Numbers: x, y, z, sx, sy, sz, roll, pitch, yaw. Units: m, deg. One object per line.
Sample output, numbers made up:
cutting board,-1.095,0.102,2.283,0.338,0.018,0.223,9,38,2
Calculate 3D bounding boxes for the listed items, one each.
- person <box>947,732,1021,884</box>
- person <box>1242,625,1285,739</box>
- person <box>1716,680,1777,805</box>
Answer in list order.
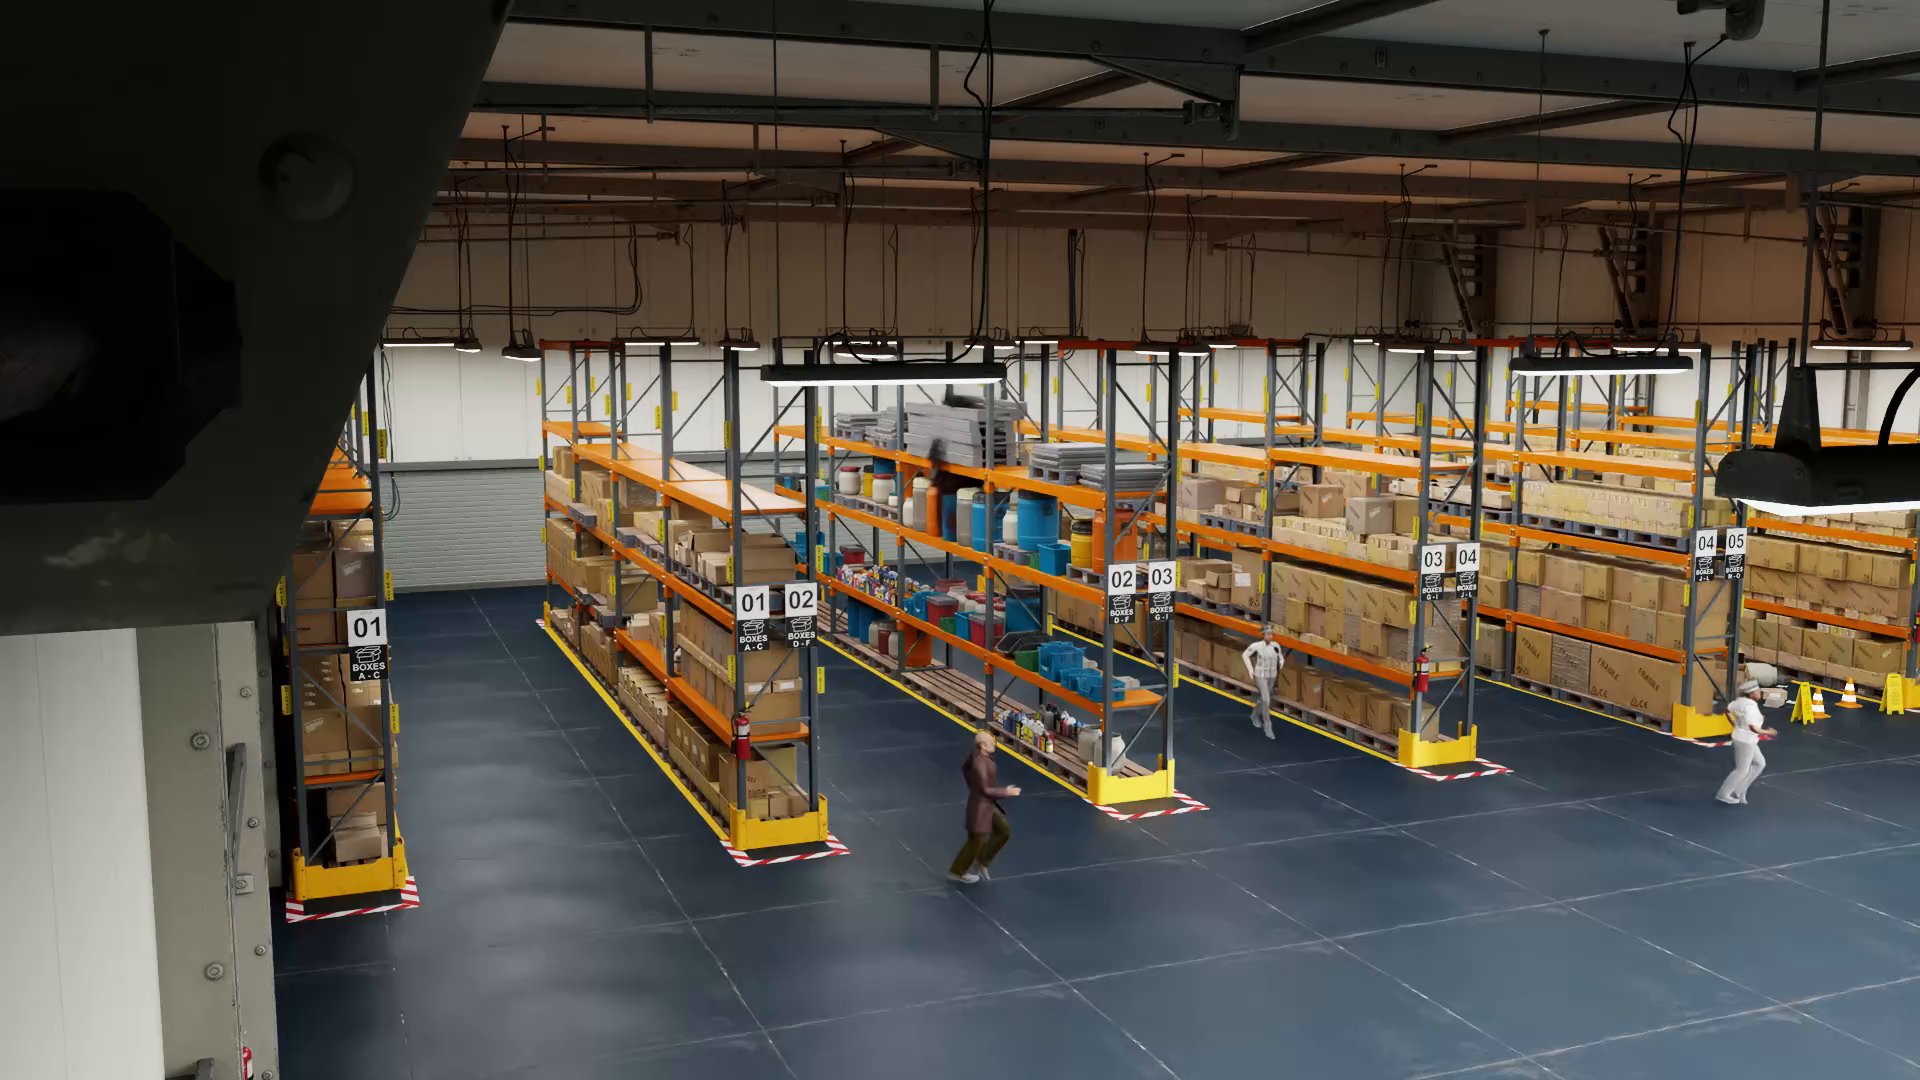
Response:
person,0.277,3.030,18.749,0.841,1.774,0.672,1,8,8
person,4.738,2.147,25.761,0.601,1.729,0.789,-3,8,-23
person,10.350,2.674,21.874,0.687,1.723,0.589,2,8,15
